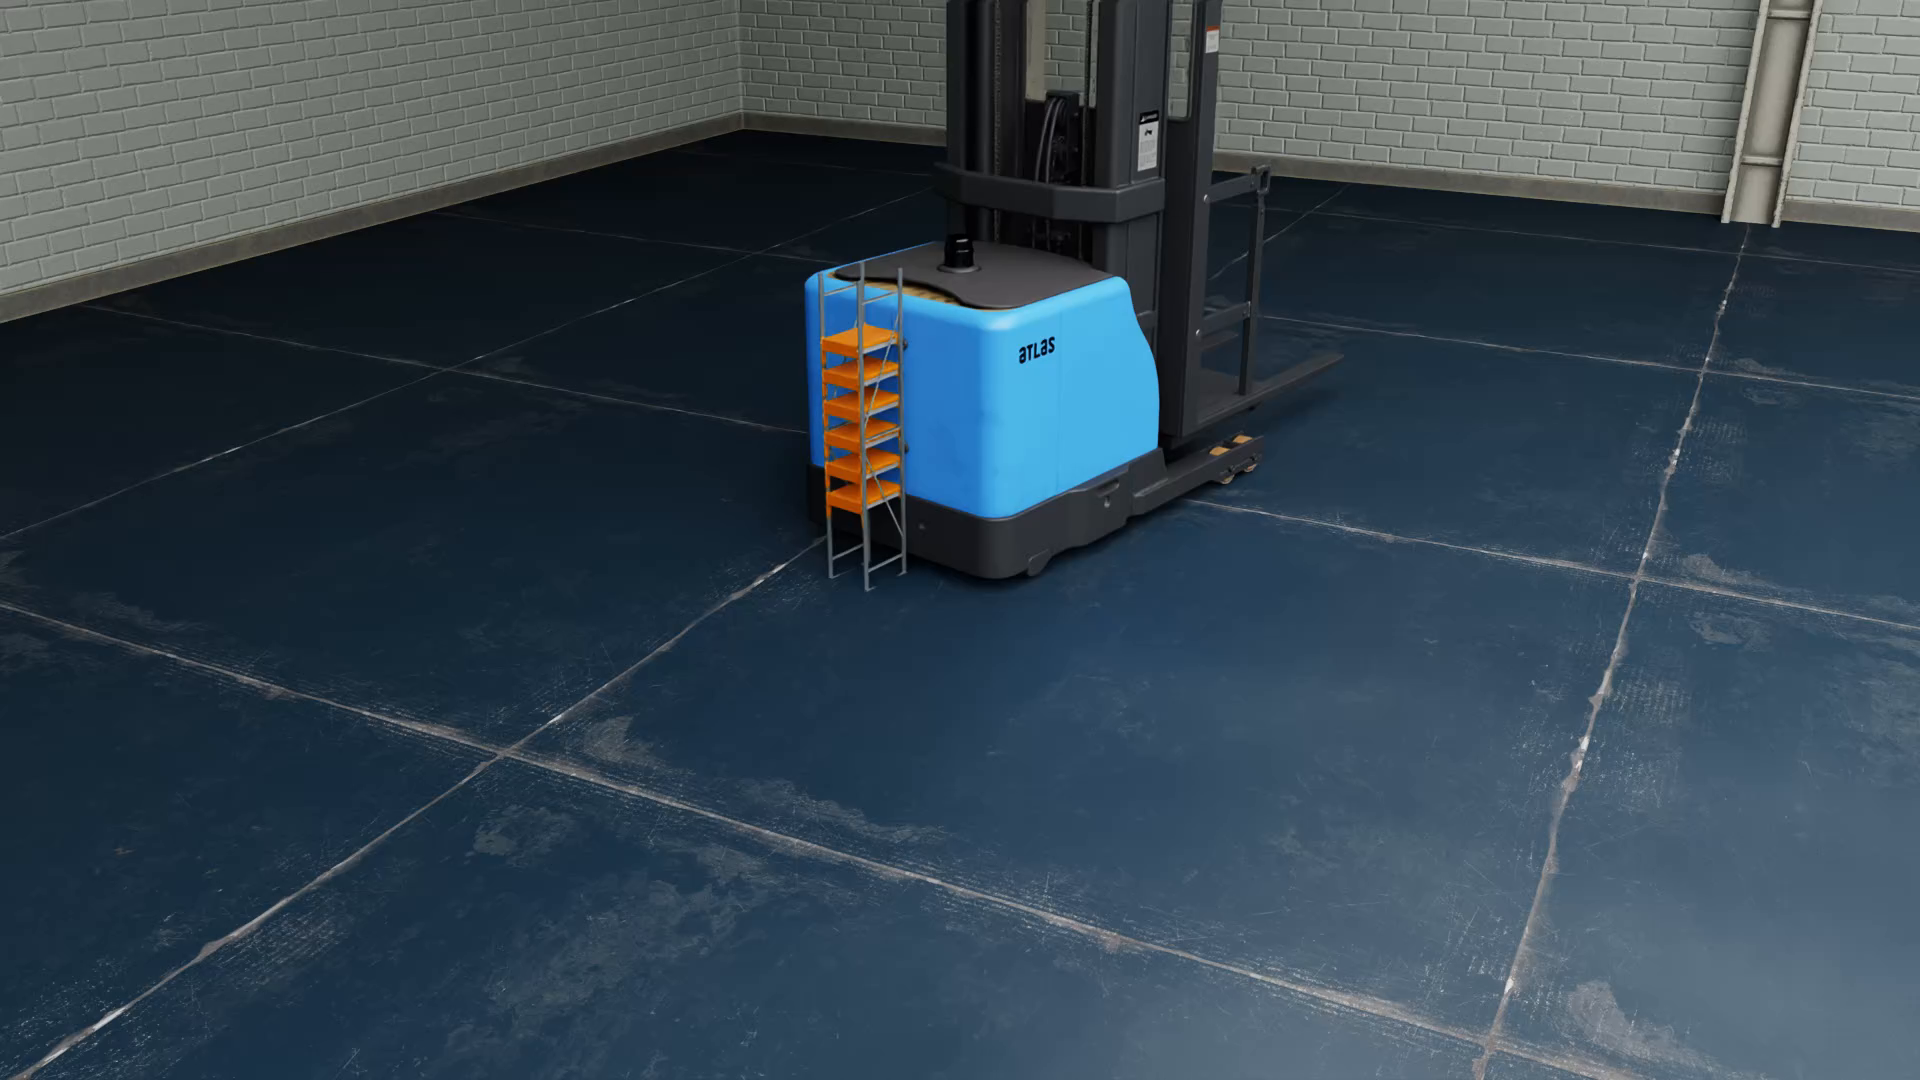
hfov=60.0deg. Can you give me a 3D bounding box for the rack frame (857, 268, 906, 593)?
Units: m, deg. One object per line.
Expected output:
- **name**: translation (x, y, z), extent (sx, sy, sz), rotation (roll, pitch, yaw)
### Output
- **rack frame**: translation (-0.285, -0.390, 6.133), extent (0.006, 1.200, 0.240), rotation (17, 29, 35)

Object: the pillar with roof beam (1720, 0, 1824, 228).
- **pillar with roof beam**: translation (3.908, -4.998, 7.004), extent (0.400, 9.000, 9.100), rotation (11, 25, 25)

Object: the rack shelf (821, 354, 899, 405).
- **rack shelf**: translation (-0.356, -0.592, 6.109), extent (0.180, 0.103, 0.258), rotation (17, 29, 35)

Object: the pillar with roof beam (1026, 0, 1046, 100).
- **pillar with roof beam**: translation (-1.446, -6.057, 9.495), extent (0.400, 9.000, 9.100), rotation (11, 25, 25)

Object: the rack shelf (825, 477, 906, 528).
- **rack shelf**: translation (-0.356, -0.150, 6.297), extent (0.180, 0.103, 0.258), rotation (17, 29, 35)

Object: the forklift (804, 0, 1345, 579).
- **forklift**: translation (0.711, -1.705, 7.015), extent (1.130, 2.935, 3.031), rotation (18, 29, 36)

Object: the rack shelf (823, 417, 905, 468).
- **rack shelf**: translation (-0.356, -0.371, 6.203), extent (0.180, 0.103, 0.258), rotation (17, 29, 35)

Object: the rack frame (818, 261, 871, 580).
- **rack frame**: translation (-0.428, -0.434, 6.238), extent (0.006, 1.200, 0.240), rotation (17, 29, 35)

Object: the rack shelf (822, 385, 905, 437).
- **rack shelf**: translation (-0.356, -0.481, 6.156), extent (0.180, 0.103, 0.258), rotation (17, 29, 35)

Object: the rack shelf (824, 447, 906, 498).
- **rack shelf**: translation (-0.356, -0.261, 6.250), extent (0.180, 0.103, 0.258), rotation (17, 29, 35)

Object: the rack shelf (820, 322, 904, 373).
- **rack shelf**: translation (-0.356, -0.702, 6.062), extent (0.180, 0.103, 0.258), rotation (17, 29, 35)

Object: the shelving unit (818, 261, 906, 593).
- **shelving unit**: translation (-0.356, -0.412, 6.185), extent (0.189, 1.200, 0.258), rotation (17, 29, 35)
